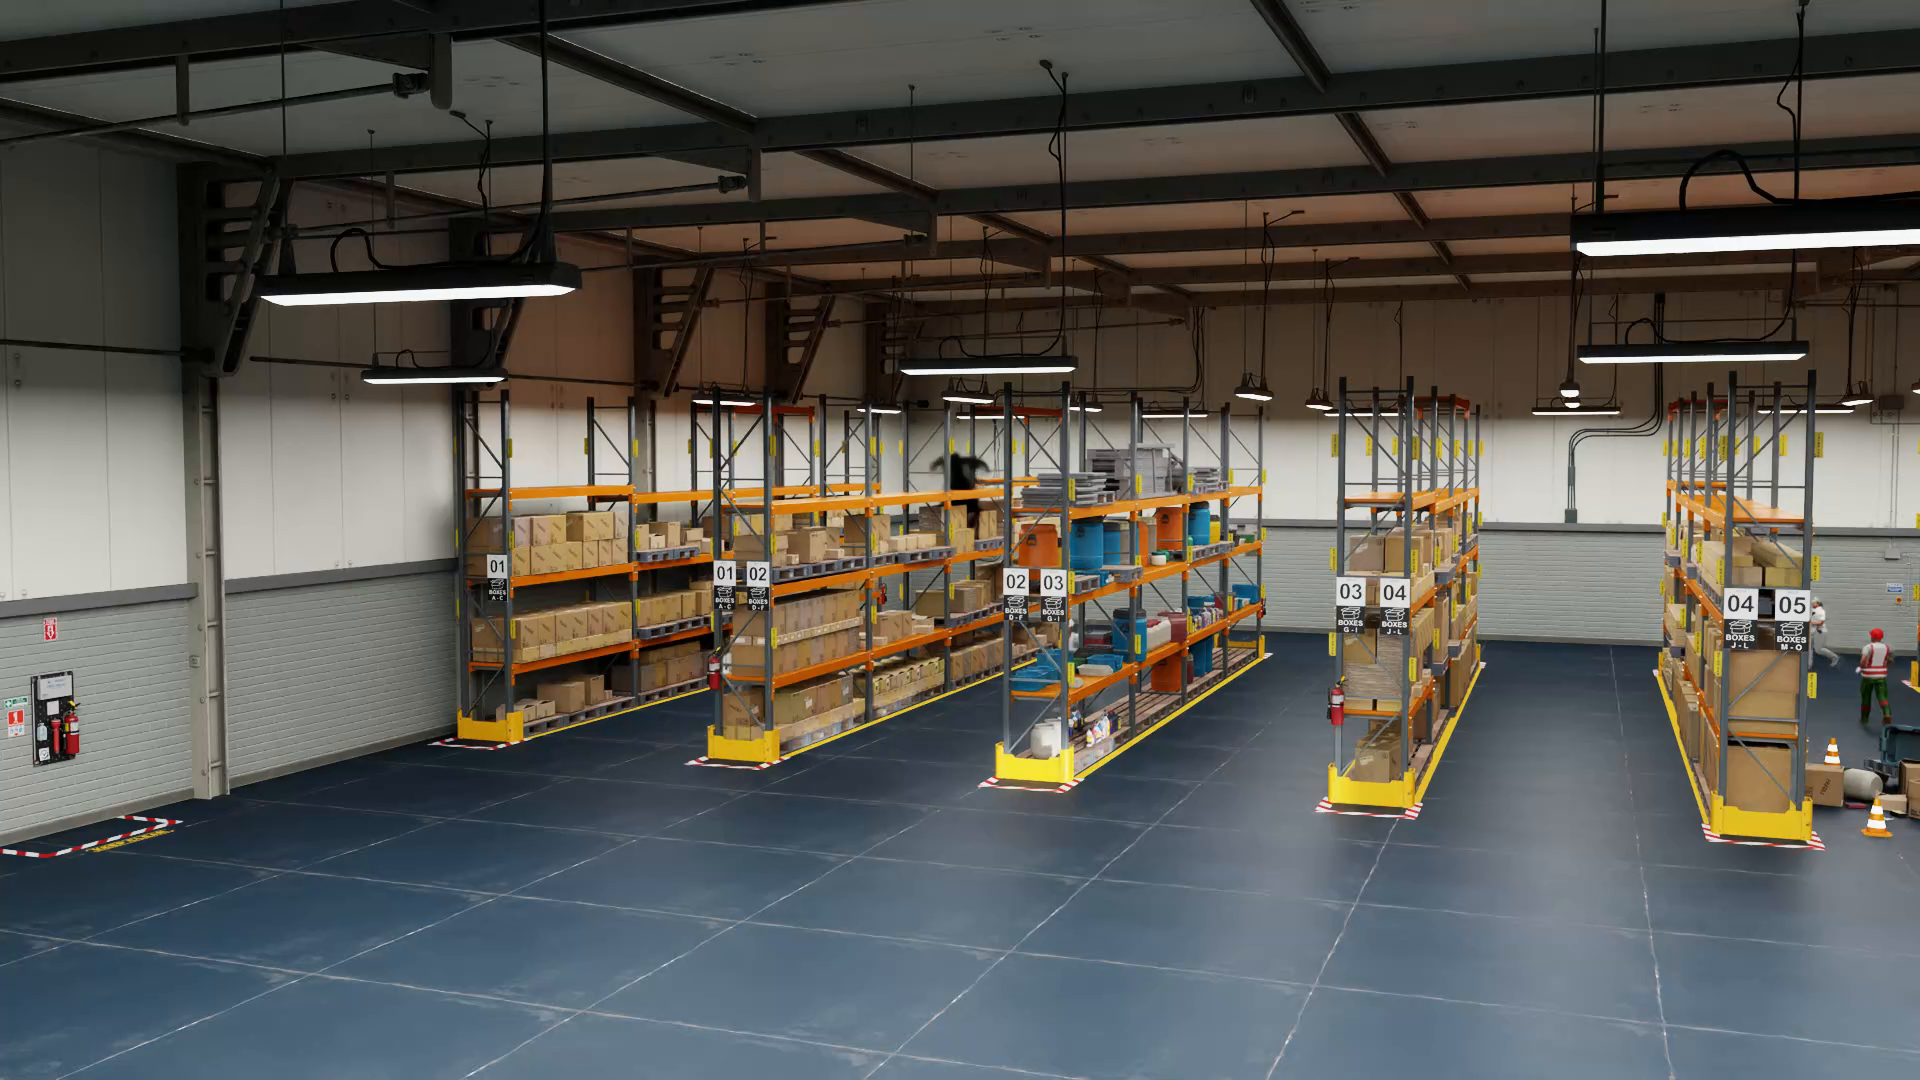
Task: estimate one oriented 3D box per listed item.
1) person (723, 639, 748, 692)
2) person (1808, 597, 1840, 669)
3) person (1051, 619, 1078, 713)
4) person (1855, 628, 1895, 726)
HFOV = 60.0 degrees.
[{"bbox_3d":[-3.992,2.552,29.859,0.600,1.614,0.919,1,3,9],"label":"person"},{"bbox_3d":[19.364,2.105,37.496,0.829,1.644,0.611,0,3,7],"label":"person"},{"bbox_3d":[2.047,2.353,31.372,0.885,1.757,0.745,-3,4,-42],"label":"person"},{"bbox_3d":[16.350,2.452,29.703,0.655,1.765,1.000,1,3,10],"label":"person"}]
